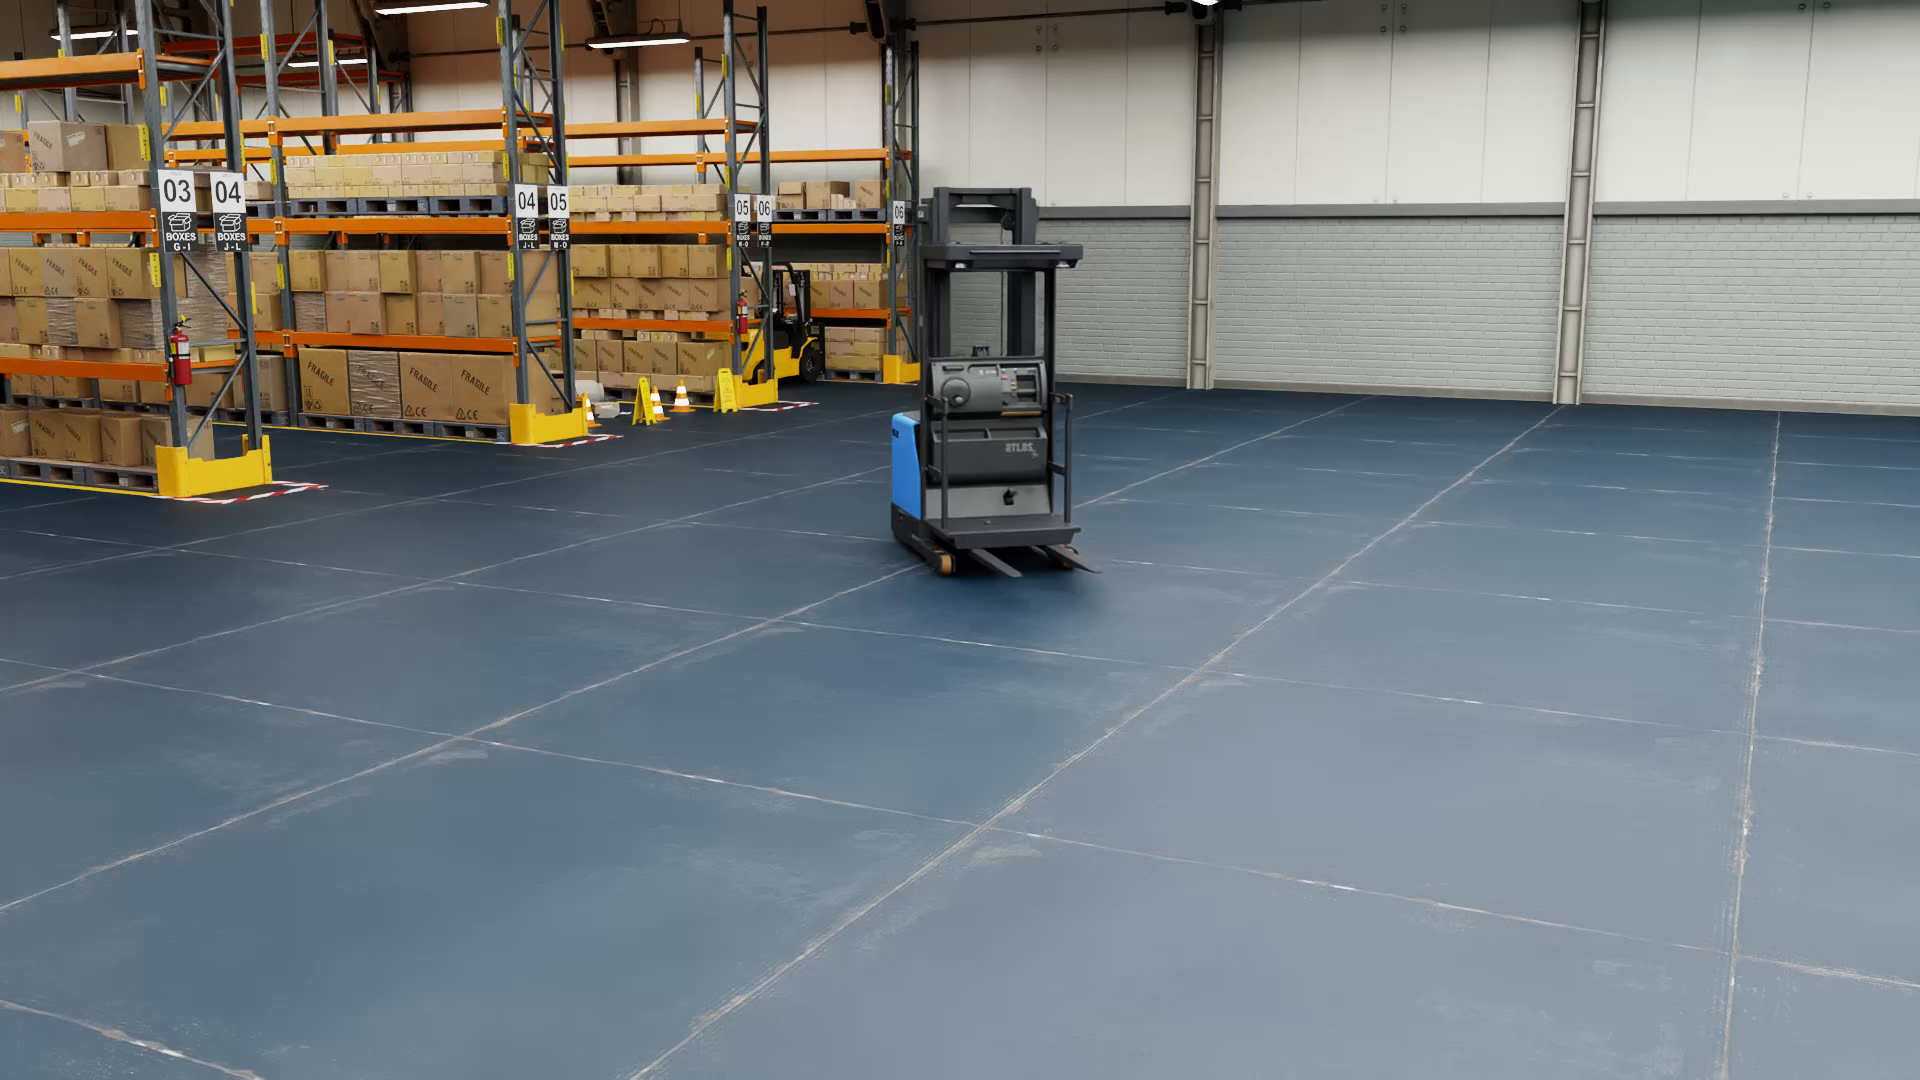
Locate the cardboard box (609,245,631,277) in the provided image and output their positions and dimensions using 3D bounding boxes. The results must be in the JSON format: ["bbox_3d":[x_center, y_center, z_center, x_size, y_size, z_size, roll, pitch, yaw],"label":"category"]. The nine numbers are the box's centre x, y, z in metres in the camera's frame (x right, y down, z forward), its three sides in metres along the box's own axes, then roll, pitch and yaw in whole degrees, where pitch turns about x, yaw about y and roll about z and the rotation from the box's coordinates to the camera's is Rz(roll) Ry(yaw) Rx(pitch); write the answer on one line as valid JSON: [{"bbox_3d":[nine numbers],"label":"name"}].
[{"bbox_3d":[-5.095,-4.398,26.183,0.500,0.500,0.700,5,11,25],"label":"cardboard box"}]

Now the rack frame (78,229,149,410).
[{"bbox_3d":[-12.474,-3.410,24.651,0.127,3.000,1.000,5,11,26],"label":"rack frame"}]

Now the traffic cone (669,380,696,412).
[{"bbox_3d":[-4.157,-2.158,24.854,0.334,0.463,0.336,5,11,26],"label":"traffic cone"}]

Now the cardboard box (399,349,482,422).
[{"bbox_3d":[-6.728,-2.053,21.937,0.875,0.875,0.875,5,11,25],"label":"cardboard box"}]

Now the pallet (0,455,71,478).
[{"bbox_3d":[-10.555,-0.891,18.563,1.213,0.211,1.003,5,11,26],"label":"pallet"}]

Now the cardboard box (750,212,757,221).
[{"bbox_3d":[-3.354,-5.009,25.766,0.250,0.149,0.380,5,11,26],"label":"cardboard box"}]

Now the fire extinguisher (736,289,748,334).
[{"bbox_3d":[-3.302,-3.458,25.130,0.183,0.674,0.296,5,11,26],"label":"fire extinguisher"}]

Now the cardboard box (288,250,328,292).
[{"bbox_3d":[-8.572,-3.666,22.608,0.550,0.550,0.875,5,11,26],"label":"cardboard box"}]

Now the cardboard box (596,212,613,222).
[{"bbox_3d":[-5.499,-5.067,26.085,0.250,0.149,0.380,5,11,25],"label":"cardboard box"}]

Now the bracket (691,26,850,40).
[{"bbox_3d":[-4.073,-9.473,31.194,4.783,0.066,0.076,5,11,26],"label":"bracket"}]

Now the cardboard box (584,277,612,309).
[{"bbox_3d":[-5.611,-3.933,26.420,0.500,0.500,0.500,5,11,25],"label":"cardboard box"}]

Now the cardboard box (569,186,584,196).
[{"bbox_3d":[-5.947,-5.498,26.232,0.250,0.149,0.380,5,11,25],"label":"cardboard box"}]

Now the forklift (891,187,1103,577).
[{"bbox_3d":[0.287,-1.244,12.876,1.130,2.935,3.031,-3,11,-15],"label":"forklift"}]

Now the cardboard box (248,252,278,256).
[{"bbox_3d":[-12.311,-4.869,29.624,0.500,0.500,0.500,5,11,25],"label":"cardboard box"}]

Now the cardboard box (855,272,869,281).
[{"bbox_3d":[-1.685,-4.738,29.883,0.250,0.149,0.380,5,12,27],"label":"cardboard box"}]

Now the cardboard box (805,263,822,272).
[{"bbox_3d":[-2.611,-4.965,30.305,0.250,0.149,0.380,5,12,27],"label":"cardboard box"}]

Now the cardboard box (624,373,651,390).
[{"bbox_3d":[-4.977,-2.535,26.357,0.500,0.250,0.500,5,11,24],"label":"cardboard box"}]

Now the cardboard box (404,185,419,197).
[{"bbox_3d":[-6.887,-4.460,21.276,0.250,0.149,0.380,5,11,26],"label":"cardboard box"}]

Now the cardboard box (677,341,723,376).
[{"bbox_3d":[-4.034,-2.823,25.839,0.500,0.500,0.500,5,11,26],"label":"cardboard box"}]

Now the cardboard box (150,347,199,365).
[{"bbox_3d":[-7.932,-1.862,16.799,0.250,0.149,0.380,5,11,26],"label":"cardboard box"}]

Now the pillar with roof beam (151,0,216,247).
[{"bbox_3d":[-19.280,-8.253,34.564,0.548,9.000,9.100,5,11,26],"label":"pillar with roof beam"}]

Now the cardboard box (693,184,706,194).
[{"bbox_3d":[-3.849,-5.329,25.297,0.250,0.149,0.380,5,12,27],"label":"cardboard box"}]

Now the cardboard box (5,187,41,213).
[{"bbox_3d":[-9.488,-3.515,17.226,0.500,0.250,0.500,5,11,25],"label":"cardboard box"}]

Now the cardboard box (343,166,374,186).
[{"bbox_3d":[-7.667,-4.737,21.685,0.500,0.250,0.500,5,11,25],"label":"cardboard box"}]

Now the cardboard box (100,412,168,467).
[{"bbox_3d":[-8.689,-1.066,17.536,0.500,0.500,0.500,9,14,41],"label":"cardboard box"}]

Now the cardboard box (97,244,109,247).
[{"bbox_3d":[-15.981,-5.498,31.279,0.250,0.149,0.380,5,11,24],"label":"cardboard box"}]

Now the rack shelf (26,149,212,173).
[{"bbox_3d":[-15.756,-7.083,31.240,4.000,0.370,1.077,5,11,26],"label":"rack shelf"}]

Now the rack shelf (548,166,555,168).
[{"bbox_3d":[-9.975,-7.561,33.881,4.000,0.370,1.077,5,11,26],"label":"rack shelf"}]

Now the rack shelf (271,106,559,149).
[{"bbox_3d":[-7.094,-5.339,21.604,4.000,0.370,1.077,5,11,26],"label":"rack shelf"}]

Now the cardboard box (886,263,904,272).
[{"bbox_3d":[-1.214,-4.947,30.203,0.250,0.149,0.380,5,11,25],"label":"cardboard box"}]

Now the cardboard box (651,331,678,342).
[{"bbox_3d":[-4.617,-3.180,25.994,0.250,0.149,0.380,5,12,27],"label":"cardboard box"}]

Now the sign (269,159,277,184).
[{"bbox_3d":[-9.119,-4.893,22.085,0.005,0.325,0.100,5,11,26],"label":"sign"}]

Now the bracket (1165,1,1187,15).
[{"bbox_3d":[3.618,-8.797,27.460,0.430,0.232,0.235,5,11,26],"label":"bracket"}]

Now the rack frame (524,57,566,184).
[{"bbox_3d":[-8.182,-7.954,32.910,0.127,3.000,1.000,5,11,26],"label":"rack frame"}]

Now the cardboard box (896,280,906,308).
[{"bbox_3d":[-1.329,-4.504,30.413,0.500,0.500,0.500,5,12,28],"label":"cardboard box"}]

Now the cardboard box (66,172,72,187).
[{"bbox_3d":[-8.850,-3.665,16.936,0.250,0.149,0.380,5,11,26],"label":"cardboard box"}]

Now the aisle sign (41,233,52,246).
[{"bbox_3d":[-17.742,-6.078,32.090,0.004,0.787,0.394,5,11,26],"label":"aisle sign"}]

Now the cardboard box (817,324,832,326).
[{"bbox_3d":[-2.705,-3.907,31.127,0.500,0.250,0.500,5,11,25],"label":"cardboard box"}]

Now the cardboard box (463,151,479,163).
[{"bbox_3d":[-5.976,-4.773,20.762,0.250,0.149,0.380,5,11,26],"label":"cardboard box"}]

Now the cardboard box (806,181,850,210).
[{"bbox_3d":[-2.387,-6.245,30.151,0.500,0.500,0.700,5,11,26],"label":"cardboard box"}]

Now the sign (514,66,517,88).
[{"bbox_3d":[-7.028,-7.294,26.197,0.005,0.325,0.100,5,11,26],"label":"sign"}]

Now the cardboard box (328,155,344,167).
[{"bbox_3d":[-8.027,-4.953,21.758,0.250,0.149,0.380,5,11,25],"label":"cardboard box"}]

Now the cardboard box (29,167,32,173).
[{"bbox_3d":[-13.419,-5.341,24.463,0.258,0.266,0.396,5,11,26],"label":"cardboard box"}]

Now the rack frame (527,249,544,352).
[{"bbox_3d":[-6.788,-3.894,27.321,0.127,3.000,1.000,5,11,26],"label":"rack frame"}]

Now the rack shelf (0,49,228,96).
[{"bbox_3d":[-9.379,-4.750,17.235,4.000,0.370,1.077,5,11,26],"label":"rack shelf"}]

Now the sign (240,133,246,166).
[{"bbox_3d":[-7.346,-3.988,16.968,0.005,0.325,0.100,5,11,26],"label":"sign"}]

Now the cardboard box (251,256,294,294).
[{"bbox_3d":[-9.335,-3.674,23.022,0.500,0.500,0.700,5,11,25],"label":"cardboard box"}]

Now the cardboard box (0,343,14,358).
[{"bbox_3d":[-9.981,-2.028,17.717,0.250,0.149,0.380,5,11,26],"label":"cardboard box"}]

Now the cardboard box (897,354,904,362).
[{"bbox_3d":[-1.362,-3.295,30.555,0.500,0.250,0.500,5,11,26],"label":"cardboard box"}]

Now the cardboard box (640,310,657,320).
[{"bbox_3d":[-4.809,-3.540,26.071,0.250,0.149,0.380,5,11,25],"label":"cardboard box"}]

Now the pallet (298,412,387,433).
[{"bbox_3d":[-8.240,-1.651,22.757,1.213,0.211,1.003,5,11,26],"label":"pallet"}]

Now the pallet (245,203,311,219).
[{"bbox_3d":[-9.731,-4.541,23.014,1.217,0.209,0.805,5,11,24],"label":"pallet"}]

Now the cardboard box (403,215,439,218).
[{"bbox_3d":[-8.994,-5.620,28.147,0.637,0.503,0.797,5,11,26],"label":"cardboard box"}]

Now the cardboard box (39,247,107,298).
[{"bbox_3d":[-9.086,-2.765,17.164,0.500,0.500,0.500,5,11,26],"label":"cardboard box"}]
